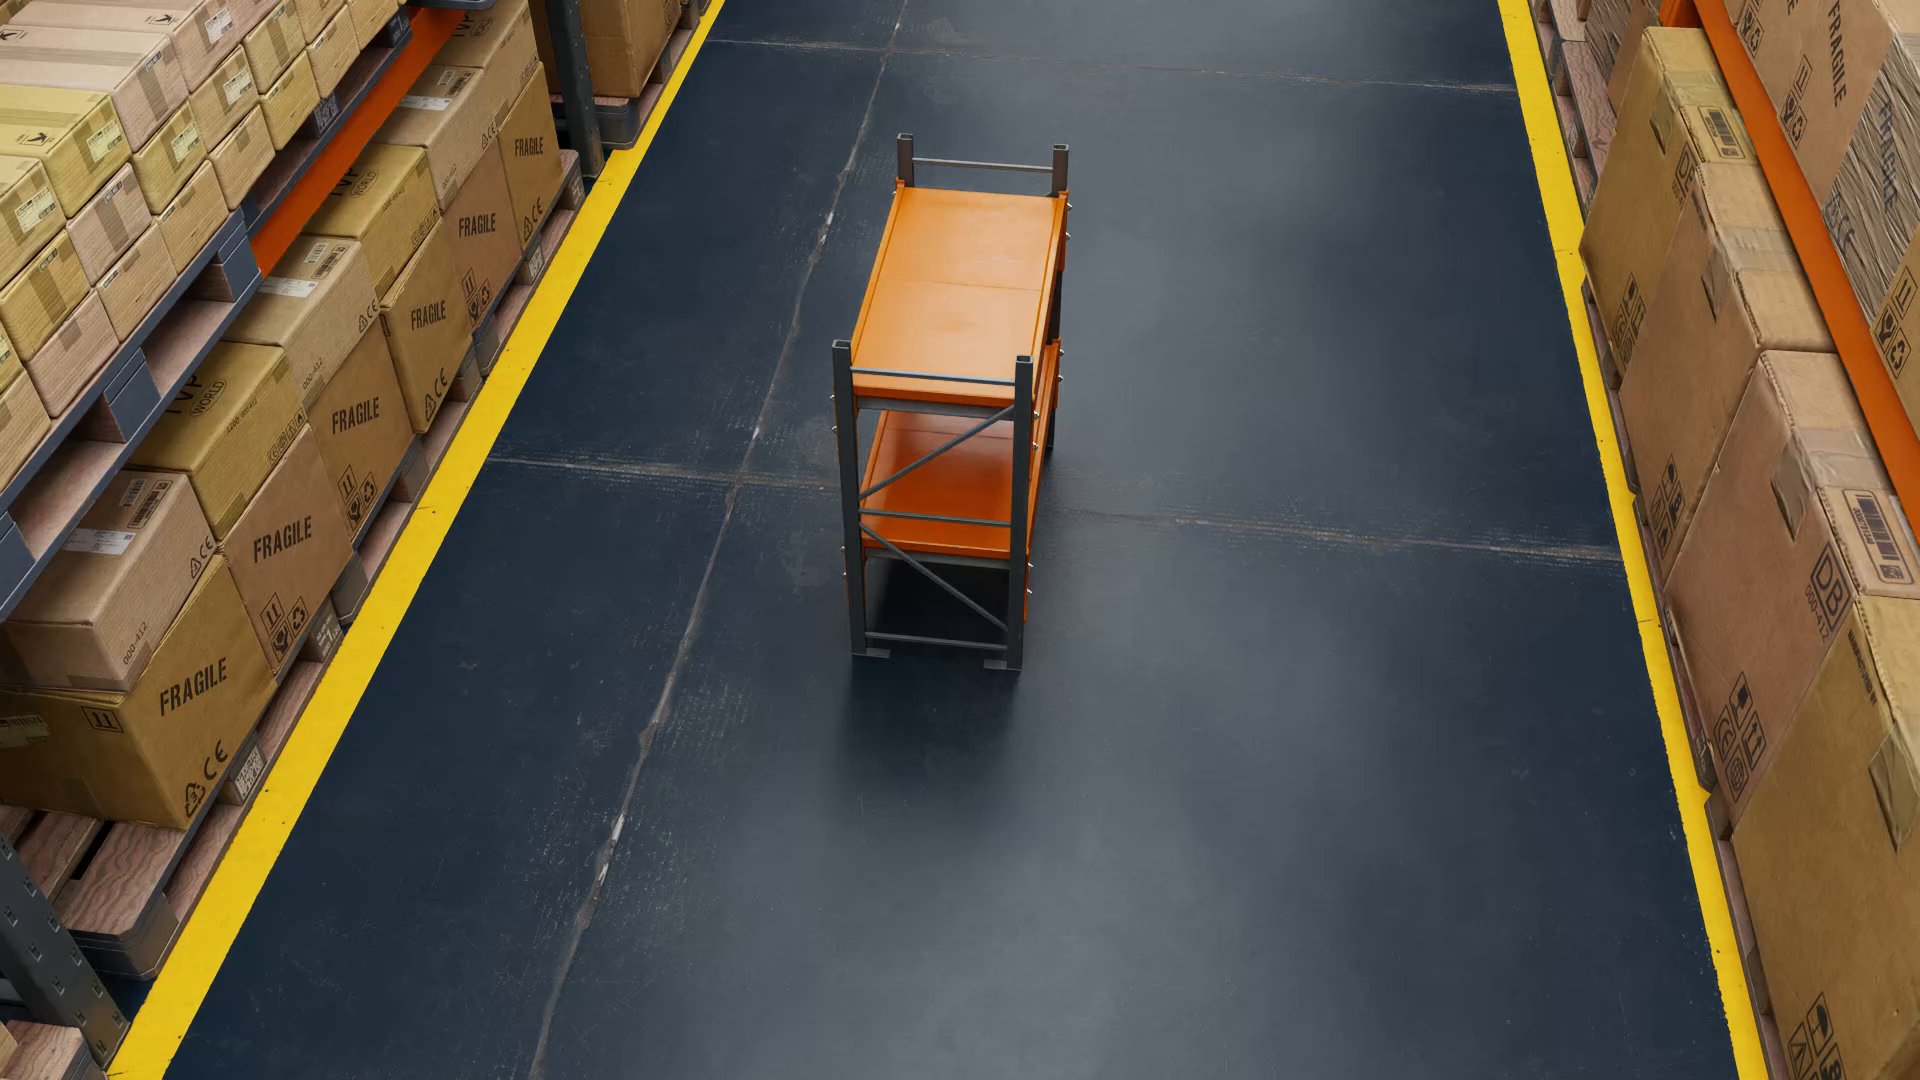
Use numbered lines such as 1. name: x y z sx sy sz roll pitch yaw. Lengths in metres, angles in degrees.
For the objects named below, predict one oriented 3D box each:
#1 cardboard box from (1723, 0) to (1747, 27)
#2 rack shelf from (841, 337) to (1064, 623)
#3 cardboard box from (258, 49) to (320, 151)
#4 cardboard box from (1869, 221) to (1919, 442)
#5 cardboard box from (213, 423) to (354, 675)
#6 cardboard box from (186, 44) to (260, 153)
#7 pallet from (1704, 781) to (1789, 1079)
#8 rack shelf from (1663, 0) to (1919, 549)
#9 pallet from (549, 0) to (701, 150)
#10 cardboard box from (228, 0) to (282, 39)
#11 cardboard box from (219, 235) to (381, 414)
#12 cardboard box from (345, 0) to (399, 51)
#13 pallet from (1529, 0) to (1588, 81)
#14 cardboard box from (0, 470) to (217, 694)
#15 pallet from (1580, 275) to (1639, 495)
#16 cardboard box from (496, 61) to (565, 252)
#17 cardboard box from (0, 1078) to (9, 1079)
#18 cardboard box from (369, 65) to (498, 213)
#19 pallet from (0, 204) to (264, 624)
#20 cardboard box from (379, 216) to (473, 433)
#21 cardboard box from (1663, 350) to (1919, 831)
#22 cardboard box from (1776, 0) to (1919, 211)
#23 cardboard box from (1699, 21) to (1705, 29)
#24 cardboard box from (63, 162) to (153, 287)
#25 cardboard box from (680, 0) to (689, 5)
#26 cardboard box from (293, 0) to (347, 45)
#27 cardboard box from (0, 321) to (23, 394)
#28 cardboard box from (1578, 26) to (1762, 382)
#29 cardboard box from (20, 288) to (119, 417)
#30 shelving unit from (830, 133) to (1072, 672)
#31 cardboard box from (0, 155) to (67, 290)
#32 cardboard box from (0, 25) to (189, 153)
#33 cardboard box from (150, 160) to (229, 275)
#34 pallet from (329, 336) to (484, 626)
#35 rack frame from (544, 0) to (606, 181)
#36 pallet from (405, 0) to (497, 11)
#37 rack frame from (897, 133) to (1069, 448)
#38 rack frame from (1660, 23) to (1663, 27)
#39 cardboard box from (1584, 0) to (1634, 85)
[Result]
1. cardboard box: 2.597 -1.856 4.956 0.500 0.500 0.500 6 44 7
2. rack shelf: -0.001 -0.226 5.027 0.538 0.278 1.000 5 44 6
3. cardboard box: -1.826 -1.098 4.106 0.380 0.149 0.250 5 44 5
4. cardboard box: 2.328 -0.473 3.496 0.500 0.500 0.500 5 44 5
5. cardboard box: -2.072 -0.005 4.586 0.500 0.500 0.500 7 44 7
6. cardboard box: -1.860 -1.030 3.817 0.380 0.149 0.250 7 44 7
7. pallet: 2.430 1.080 3.956 1.003 0.211 1.213 5 44 6
8. rack shelf: 2.667 -0.502 4.122 1.077 0.370 4.000 5 44 6
9. pallet: -1.793 -2.164 7.382 1.003 0.211 1.213 5 44 6
10. cardboard box: -1.823 -1.305 3.891 0.380 0.149 0.250 7 44 7
11. cardboard box: -2.002 -0.627 4.698 0.500 0.250 0.500 7 44 7
12. cardboard box: -1.756 -1.456 4.483 0.380 0.149 0.250 6 44 7
13. pallet: 3.200 -2.475 7.711 1.003 0.211 1.213 5 44 6
14. cardboard box: -2.141 0.083 3.948 0.500 0.250 0.500 3 44 4
15. pallet: 2.752 -0.583 5.712 1.003 0.211 1.213 5 44 6
16. cardboard box: -1.800 -1.419 6.079 0.500 0.500 0.500 5 44 5
17. cardboard box: -2.215 1.261 3.505 0.380 0.149 0.250 6 44 6
18. cardboard box: -1.859 -1.328 5.438 0.500 0.250 0.500 6 44 6
19. pallet: -2.256 -0.358 3.586 1.003 0.211 1.213 5 44 6
20. cardboard box: -1.926 -0.703 5.324 0.500 0.500 0.500 3 44 4
21. cardboard box: 2.584 0.172 4.127 1.225 0.875 0.875 4 44 4
22. cardboard box: 2.467 -1.155 4.215 0.500 0.500 0.500 5 44 5
23. cardboard box: 2.990 -2.110 6.249 0.500 0.250 0.500 7 44 7
24. cardboard box: -1.927 -0.669 3.435 0.380 0.149 0.250 6 44 7
25. cardboard box: -1.690 -2.985 7.551 1.050 0.750 0.750 6 44 6
26. cardboard box: -1.788 -1.382 4.189 0.380 0.149 0.250 4 44 5
27. cardboard box: -1.993 -0.316 3.063 0.380 0.149 0.250 6 44 6
28. cardboard box: 2.819 -1.039 5.405 1.225 0.875 0.875 3 44 4
29. cardboard box: -1.962 -0.397 3.365 0.380 0.149 0.250 6 44 6
30. shelving unit: -0.001 -0.404 4.858 0.538 1.125 1.048 5 44 6
31. cardboard box: -1.962 -0.615 3.162 0.380 0.149 0.250 6 44 7
32. cardboard box: -1.890 -0.959 3.526 0.380 0.149 0.250 5 44 5
33. cardboard box: -1.891 -0.738 3.725 0.380 0.149 0.250 6 44 6
34. pallet: -2.241 -0.272 5.384 1.003 0.211 1.213 5 44 6
35. rack frame: -1.972 -2.646 5.863 1.000 3.000 0.127 5 44 6
36. pallet: -1.961 -2.081 5.406 1.213 0.211 1.003 5 44 6
37. rack frame: 0.066 -0.750 5.224 0.500 1.125 0.032 5 44 6
38. rack frame: 2.931 -2.126 5.314 1.000 3.000 0.127 5 44 6
39. cardboard box: 3.060 -2.216 6.907 0.700 0.500 0.500 2 43 2
